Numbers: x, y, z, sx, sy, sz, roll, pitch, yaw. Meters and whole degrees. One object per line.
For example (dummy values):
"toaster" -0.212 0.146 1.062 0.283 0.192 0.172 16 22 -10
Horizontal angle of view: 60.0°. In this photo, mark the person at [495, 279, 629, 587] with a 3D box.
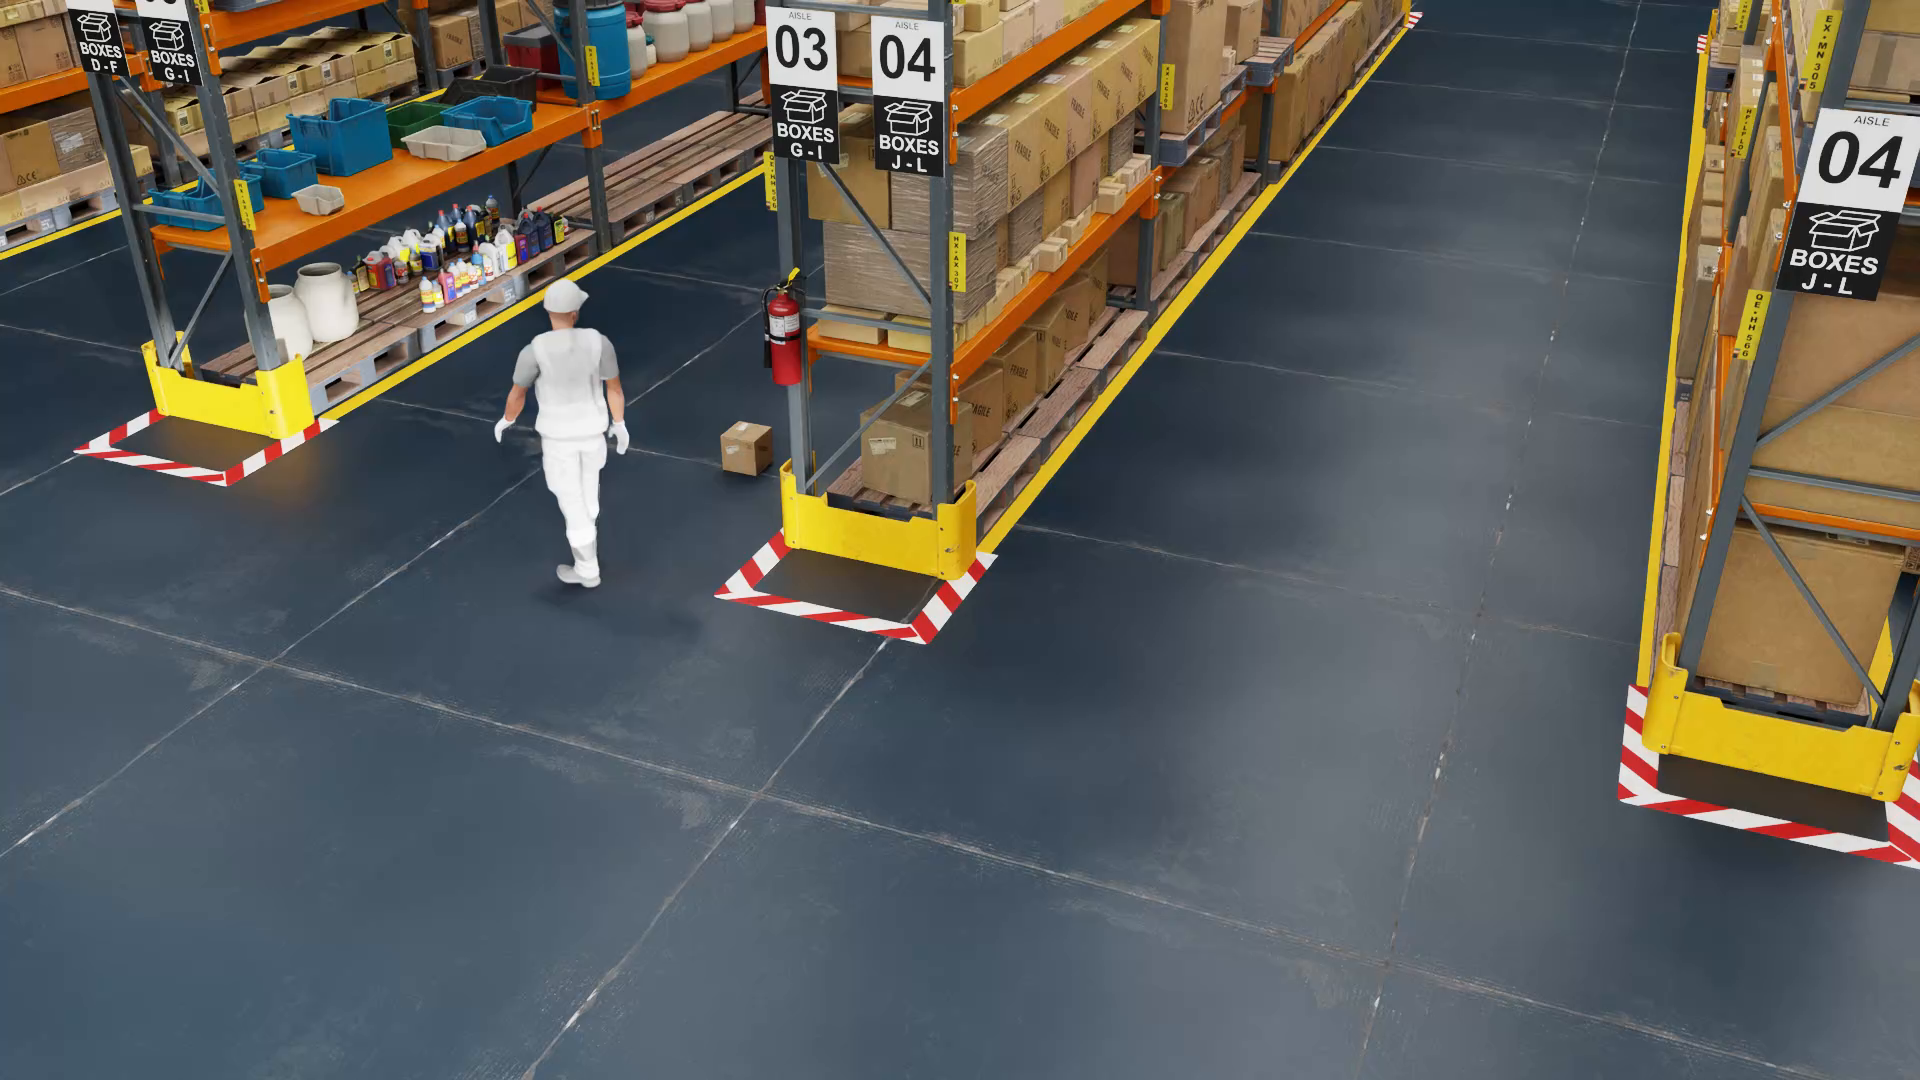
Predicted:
"person" -2.273 -0.623 9.482 0.661 1.807 0.700 -18 34 -28
